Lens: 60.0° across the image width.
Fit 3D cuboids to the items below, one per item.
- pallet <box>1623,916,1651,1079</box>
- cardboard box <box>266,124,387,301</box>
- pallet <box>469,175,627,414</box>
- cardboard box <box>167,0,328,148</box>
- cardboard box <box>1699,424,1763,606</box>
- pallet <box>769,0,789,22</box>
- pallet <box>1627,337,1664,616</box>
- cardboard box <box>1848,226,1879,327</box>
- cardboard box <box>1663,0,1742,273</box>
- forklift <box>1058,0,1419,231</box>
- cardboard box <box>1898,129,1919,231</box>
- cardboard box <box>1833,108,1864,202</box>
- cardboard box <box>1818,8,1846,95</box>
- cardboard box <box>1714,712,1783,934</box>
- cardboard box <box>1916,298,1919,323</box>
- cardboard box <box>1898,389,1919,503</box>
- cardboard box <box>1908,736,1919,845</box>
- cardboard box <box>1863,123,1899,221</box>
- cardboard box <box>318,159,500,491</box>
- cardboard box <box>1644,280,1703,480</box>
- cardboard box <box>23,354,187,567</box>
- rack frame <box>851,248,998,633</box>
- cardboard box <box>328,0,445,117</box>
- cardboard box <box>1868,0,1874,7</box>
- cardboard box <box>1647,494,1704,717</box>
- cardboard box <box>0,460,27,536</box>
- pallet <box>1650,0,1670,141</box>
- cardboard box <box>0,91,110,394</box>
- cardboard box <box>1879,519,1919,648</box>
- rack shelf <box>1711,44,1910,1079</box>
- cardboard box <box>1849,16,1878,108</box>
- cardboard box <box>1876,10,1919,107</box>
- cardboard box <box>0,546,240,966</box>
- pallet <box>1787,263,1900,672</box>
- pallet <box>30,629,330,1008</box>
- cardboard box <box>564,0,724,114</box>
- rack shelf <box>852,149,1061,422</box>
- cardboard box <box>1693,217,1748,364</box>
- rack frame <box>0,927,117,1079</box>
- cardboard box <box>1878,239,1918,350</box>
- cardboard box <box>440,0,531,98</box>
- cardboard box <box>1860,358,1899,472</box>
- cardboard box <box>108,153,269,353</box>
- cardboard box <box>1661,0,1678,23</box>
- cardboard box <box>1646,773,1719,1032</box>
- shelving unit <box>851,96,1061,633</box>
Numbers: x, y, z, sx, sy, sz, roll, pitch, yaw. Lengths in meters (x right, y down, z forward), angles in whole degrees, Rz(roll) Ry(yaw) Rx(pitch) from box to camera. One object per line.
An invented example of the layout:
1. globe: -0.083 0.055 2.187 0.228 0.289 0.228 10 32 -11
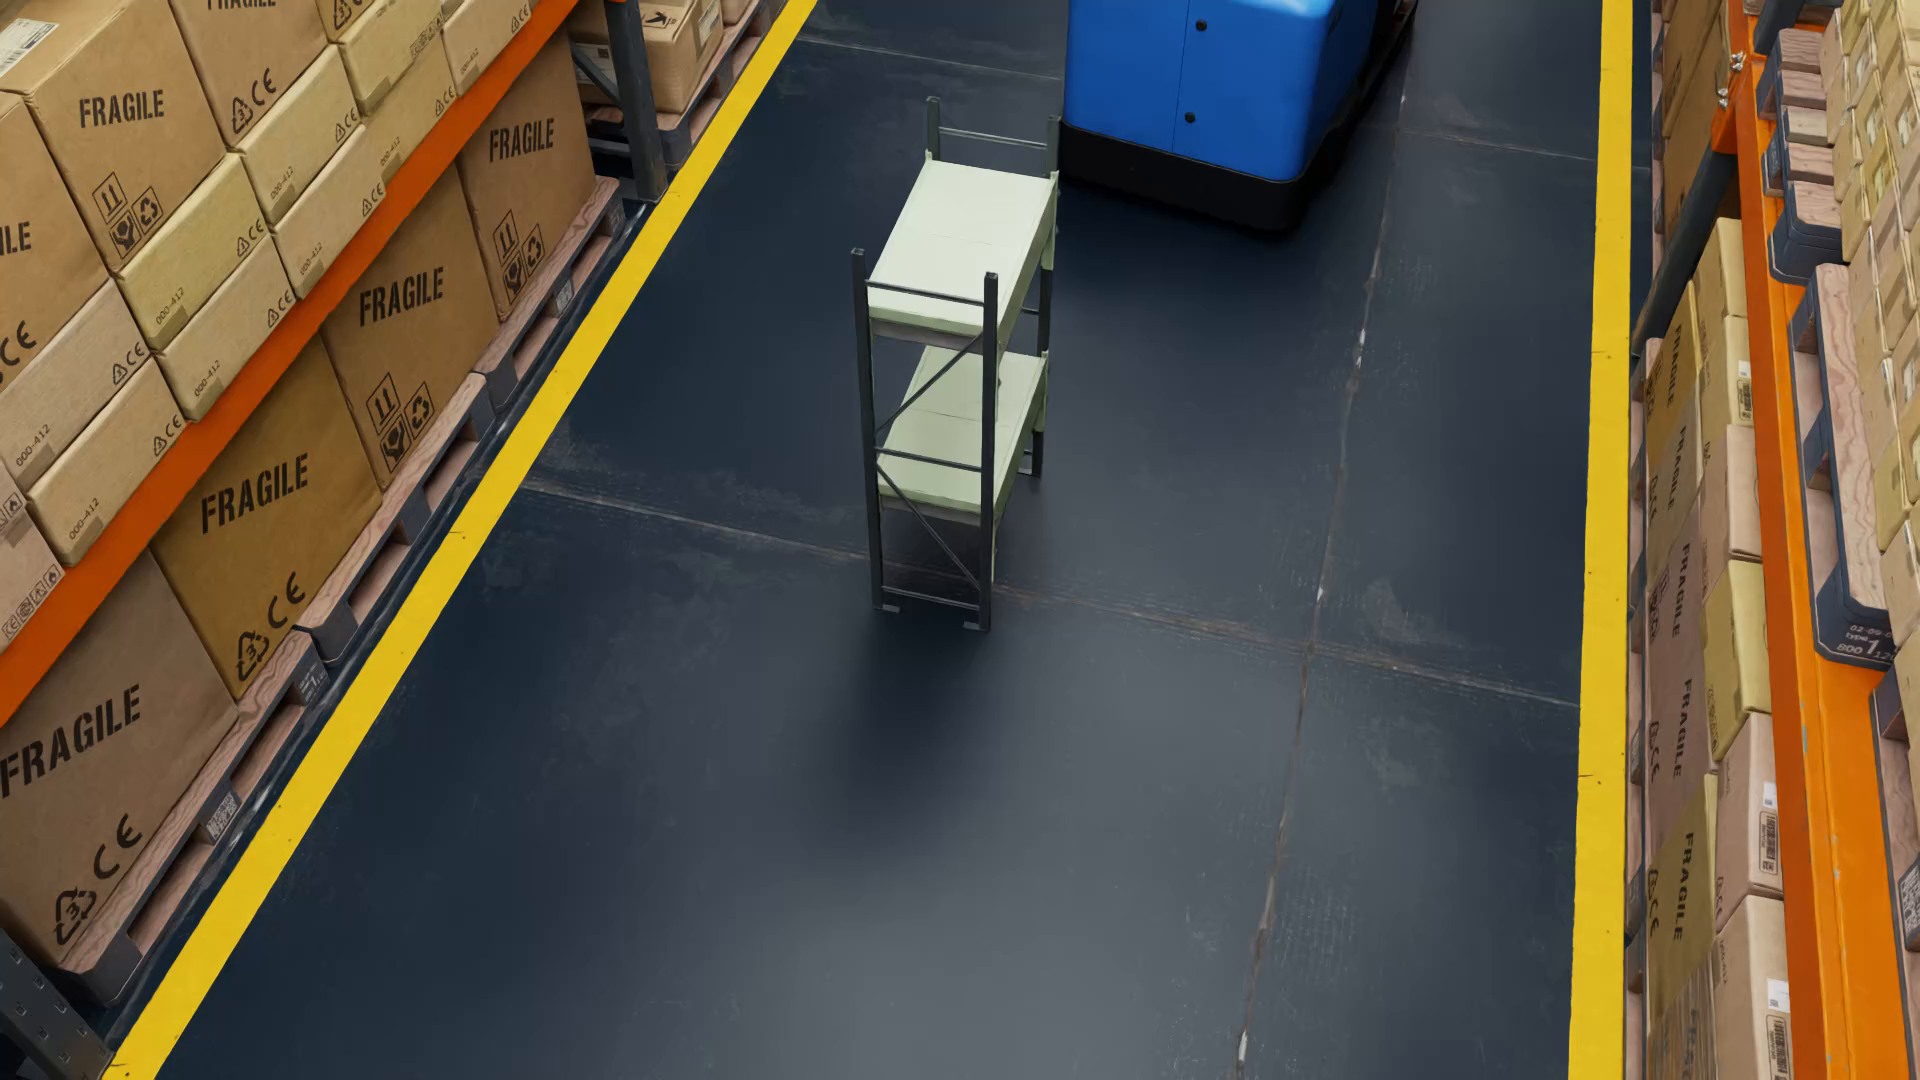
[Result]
1. pallet: 2.216 1.615 4.184 1.003 0.211 1.213 12 50 10
2. cardboard box: -1.993 -0.967 4.703 0.500 0.250 0.500 11 49 9
3. pallet: -2.017 -1.063 6.548 1.003 0.211 1.213 12 50 10
4. cardboard box: -2.025 -1.385 4.238 0.500 0.500 0.500 11 49 9
5. cardboard box: 2.374 -0.025 4.658 0.500 0.250 0.500 12 50 10
6. pallet: -1.206 -3.063 8.313 1.003 0.211 1.213 12 50 10
7. pallet: 2.858 -0.150 5.742 1.003 0.211 1.213 12 50 10
8. cardboard box: 2.474 -0.632 4.195 0.380 0.149 0.250 13 50 11
9. cardboard box: 3.313 -1.455 6.254 1.050 0.750 0.750 11 49 10
10. forklift: 1.499 -3.344 6.747 1.130 2.935 3.031 20 51 16
11. cardboard box: 2.480 -0.836 3.977 0.380 0.149 0.250 14 50 12
12. cardboard box: 2.612 -1.021 4.538 0.380 0.149 0.250 14 50 12
13. cardboard box: 2.753 -1.410 4.881 0.380 0.149 0.250 11 49 10
14. cardboard box: 2.113 0.738 3.985 0.500 0.250 0.500 14 50 12
15. cardboard box: 2.343 -0.464 3.649 0.380 0.149 0.250 11 49 10
16. cardboard box: 2.270 -0.180 3.597 0.380 0.149 0.250 12 50 10
17. cardboard box: 2.061 0.505 3.191 0.380 0.149 0.250 11 50 10
18. cardboard box: 2.542 -0.909 4.241 0.380 0.149 0.250 12 50 10
19. cardboard box: -2.237 -0.850 5.637 0.875 0.875 0.875 12 50 10
20. cardboard box: 2.633 -0.488 5.567 0.500 0.500 0.500 10 49 8
21. cardboard box: -2.284 -0.239 4.061 0.500 0.250 0.500 10 49 9
22. rack frame: -0.095 -0.236 4.958 0.400 1.500 0.023 12 50 10
23. cardboard box: -1.865 -1.511 4.850 0.500 0.250 0.500 10 49 9
24. cardboard box: 2.756 -1.591 4.645 0.380 0.149 0.250 12 50 10
25. cardboard box: 2.374 0.248 4.917 0.500 0.500 0.500 10 49 9
26. cardboard box: -2.402 -0.027 3.540 0.500 0.250 0.500 10 49 9
27. pallet: 3.669 -2.150 7.507 1.003 0.211 1.213 12 50 10
28. cardboard box: -2.289 -0.647 3.587 0.500 0.500 0.500 11 50 10
29. cardboard box: 2.195 0.122 3.529 0.380 0.149 0.250 10 49 8
30. rack shelf: 2.539 0.047 4.188 1.077 0.370 4.000 12 50 10
31. cardboard box: 2.675 -1.286 4.573 0.380 0.149 0.250 14 50 12
32. cardboard box: 2.620 -1.223 4.319 0.380 0.149 0.250 11 50 10
33. cardboard box: -2.703 0.452 4.488 0.875 0.875 0.875 13 50 11
34. pallet: 2.584 -0.134 3.996 1.003 0.211 1.213 12 50 10
35. pallet: -2.659 0.701 4.990 1.003 0.211 1.213 12 50 10
36. cardboard box: -1.578 -2.218 7.179 0.950 0.372 0.625 9 49 7
37. rack shelf: 0.002 -0.759 4.899 0.431 0.370 0.720 12 50 10
38. cardboard box: 2.650 -0.747 5.295 0.500 0.250 0.500 10 49 8
39. rack frame: -2.789 0.352 3.439 1.000 3.000 0.127 12 50 10
40. cardboard box: 2.407 -0.550 3.924 0.380 0.149 0.250 11 50 10
41. cardboard box: -1.739 -1.702 5.352 0.500 0.250 0.500 12 50 11
42. cardboard box: 2.336 -0.263 3.869 0.380 0.149 0.250 10 49 9
43. cardboard box: -2.133 -0.769 4.195 0.500 0.250 0.500 12 50 11
44. cardboard box: 3.784 -2.762 7.407 1.050 0.750 0.750 12 50 10
45. cardboard box: 2.100 0.988 4.265 0.500 0.500 0.500 11 49 9
46. shelving unit: 0.002 -0.501 5.192 0.431 1.500 0.755 12 50 10
